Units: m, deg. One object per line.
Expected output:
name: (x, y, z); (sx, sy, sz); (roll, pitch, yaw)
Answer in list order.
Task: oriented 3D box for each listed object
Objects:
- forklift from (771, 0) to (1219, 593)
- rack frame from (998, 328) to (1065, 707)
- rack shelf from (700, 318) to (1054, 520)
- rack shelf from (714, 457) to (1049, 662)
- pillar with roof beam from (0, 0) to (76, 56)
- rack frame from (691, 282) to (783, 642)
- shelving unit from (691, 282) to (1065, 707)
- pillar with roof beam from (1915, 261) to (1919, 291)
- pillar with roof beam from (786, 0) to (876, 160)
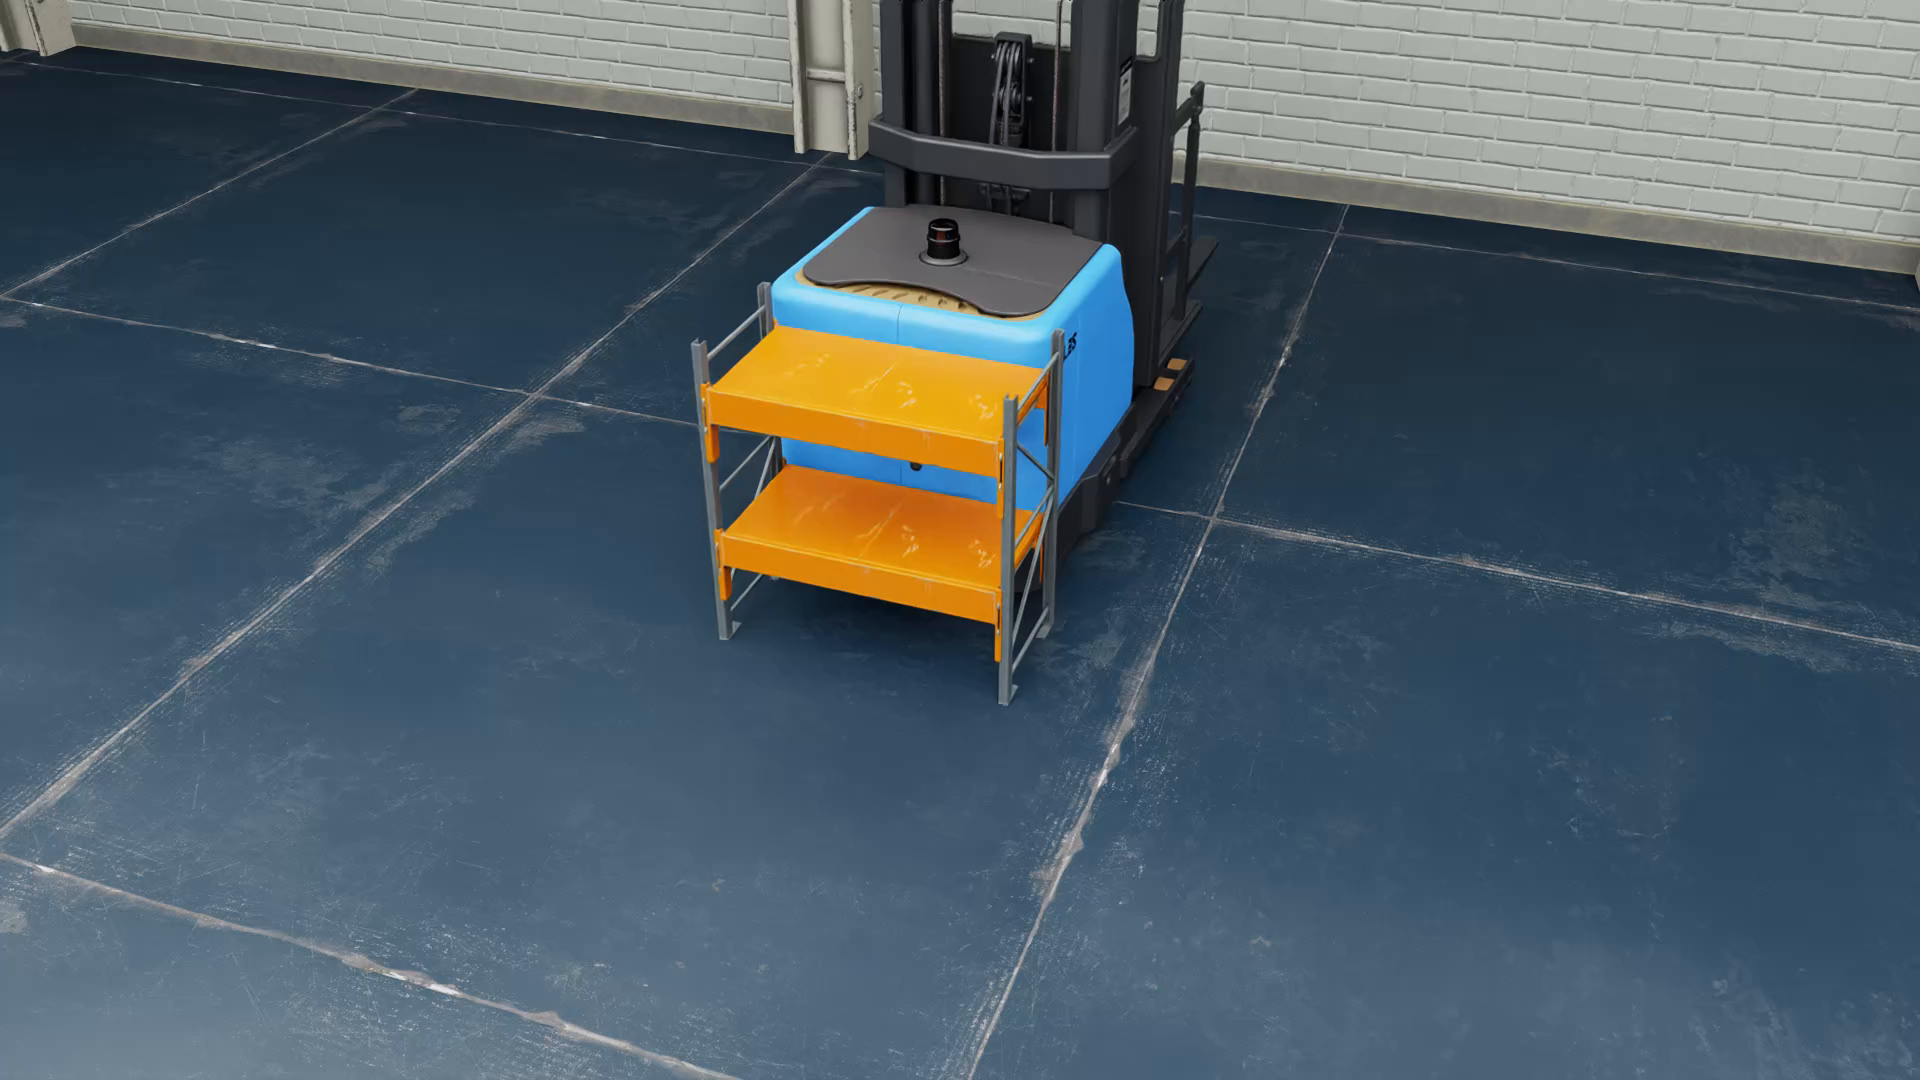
forklift: (0.371, -1.835, 6.391); (1.130, 2.935, 3.031); (13, 35, 19)
rack frame: (0.227, -0.060, 5.306); (0.032, 1.125, 0.500); (11, 35, 17)
rack shelf: (-0.250, -0.402, 5.296); (1.000, 0.278, 0.538); (11, 35, 17)
rack shelf: (-0.250, 0.049, 5.588); (1.000, 0.278, 0.538); (11, 35, 17)
pillar with roof beam: (-7.836, -5.004, 5.703); (0.400, 9.000, 9.100); (11, 34, 16)
rack frame: (-0.726, -0.253, 5.604); (0.032, 1.125, 0.500); (11, 35, 17)
shelving unit: (-0.250, -0.156, 5.455); (1.048, 1.125, 0.538); (11, 35, 17)
pillar with roof beam: (3.460, -2.808, 2.302); (0.400, 9.000, 9.100); (11, 34, 16)
pillar with roof beam: (-2.188, -3.906, 4.003); (0.400, 9.000, 9.100); (11, 34, 16)
